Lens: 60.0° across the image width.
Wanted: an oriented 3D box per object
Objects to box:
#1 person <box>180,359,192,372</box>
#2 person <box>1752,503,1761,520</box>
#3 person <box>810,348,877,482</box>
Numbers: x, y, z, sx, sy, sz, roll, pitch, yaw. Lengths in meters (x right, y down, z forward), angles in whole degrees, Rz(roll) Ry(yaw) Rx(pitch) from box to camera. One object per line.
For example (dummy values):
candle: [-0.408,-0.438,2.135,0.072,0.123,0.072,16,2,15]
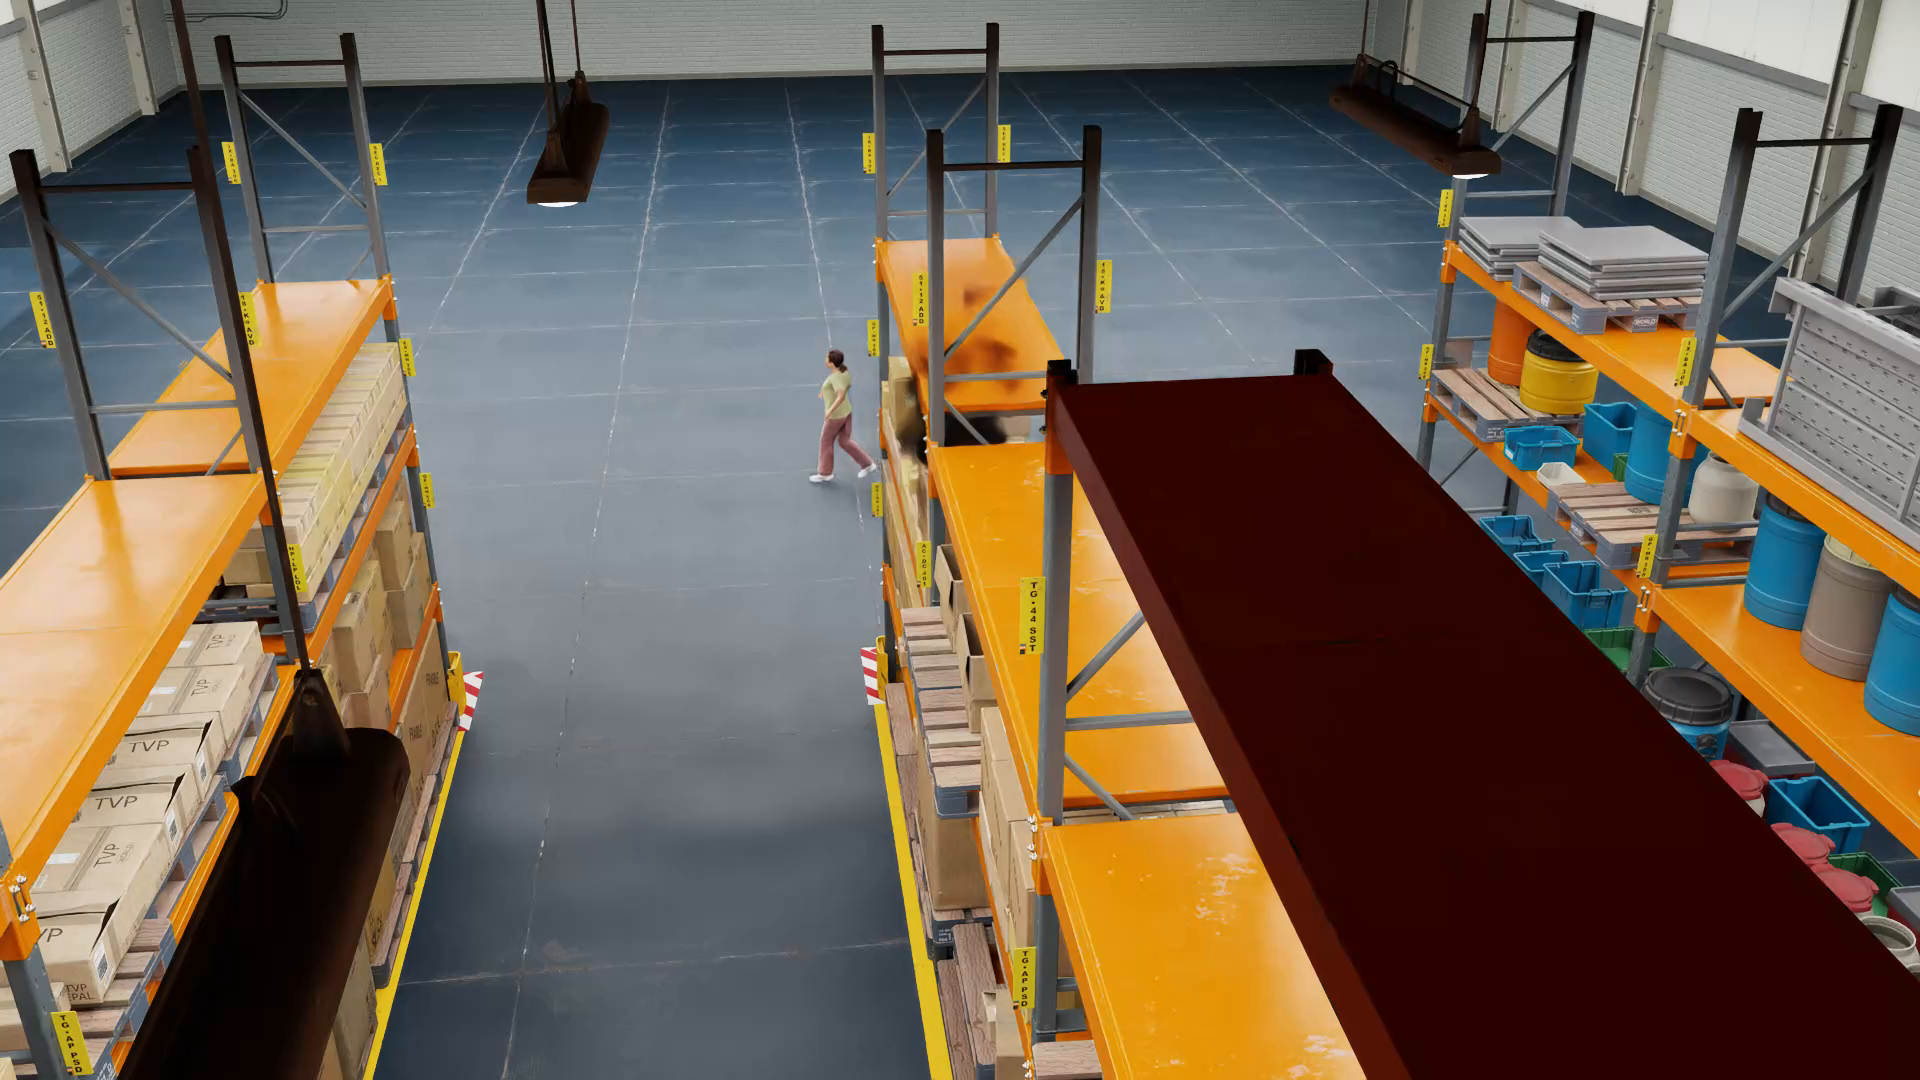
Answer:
person: [-8.646,-1.224,19.057,0.885,1.774,0.652,19,32,35]
person: [8.545,-0.731,18.070,0.732,1.790,0.668,10,27,19]
person: [-1.403,-1.437,19.588,0.848,1.683,0.598,9,27,18]
